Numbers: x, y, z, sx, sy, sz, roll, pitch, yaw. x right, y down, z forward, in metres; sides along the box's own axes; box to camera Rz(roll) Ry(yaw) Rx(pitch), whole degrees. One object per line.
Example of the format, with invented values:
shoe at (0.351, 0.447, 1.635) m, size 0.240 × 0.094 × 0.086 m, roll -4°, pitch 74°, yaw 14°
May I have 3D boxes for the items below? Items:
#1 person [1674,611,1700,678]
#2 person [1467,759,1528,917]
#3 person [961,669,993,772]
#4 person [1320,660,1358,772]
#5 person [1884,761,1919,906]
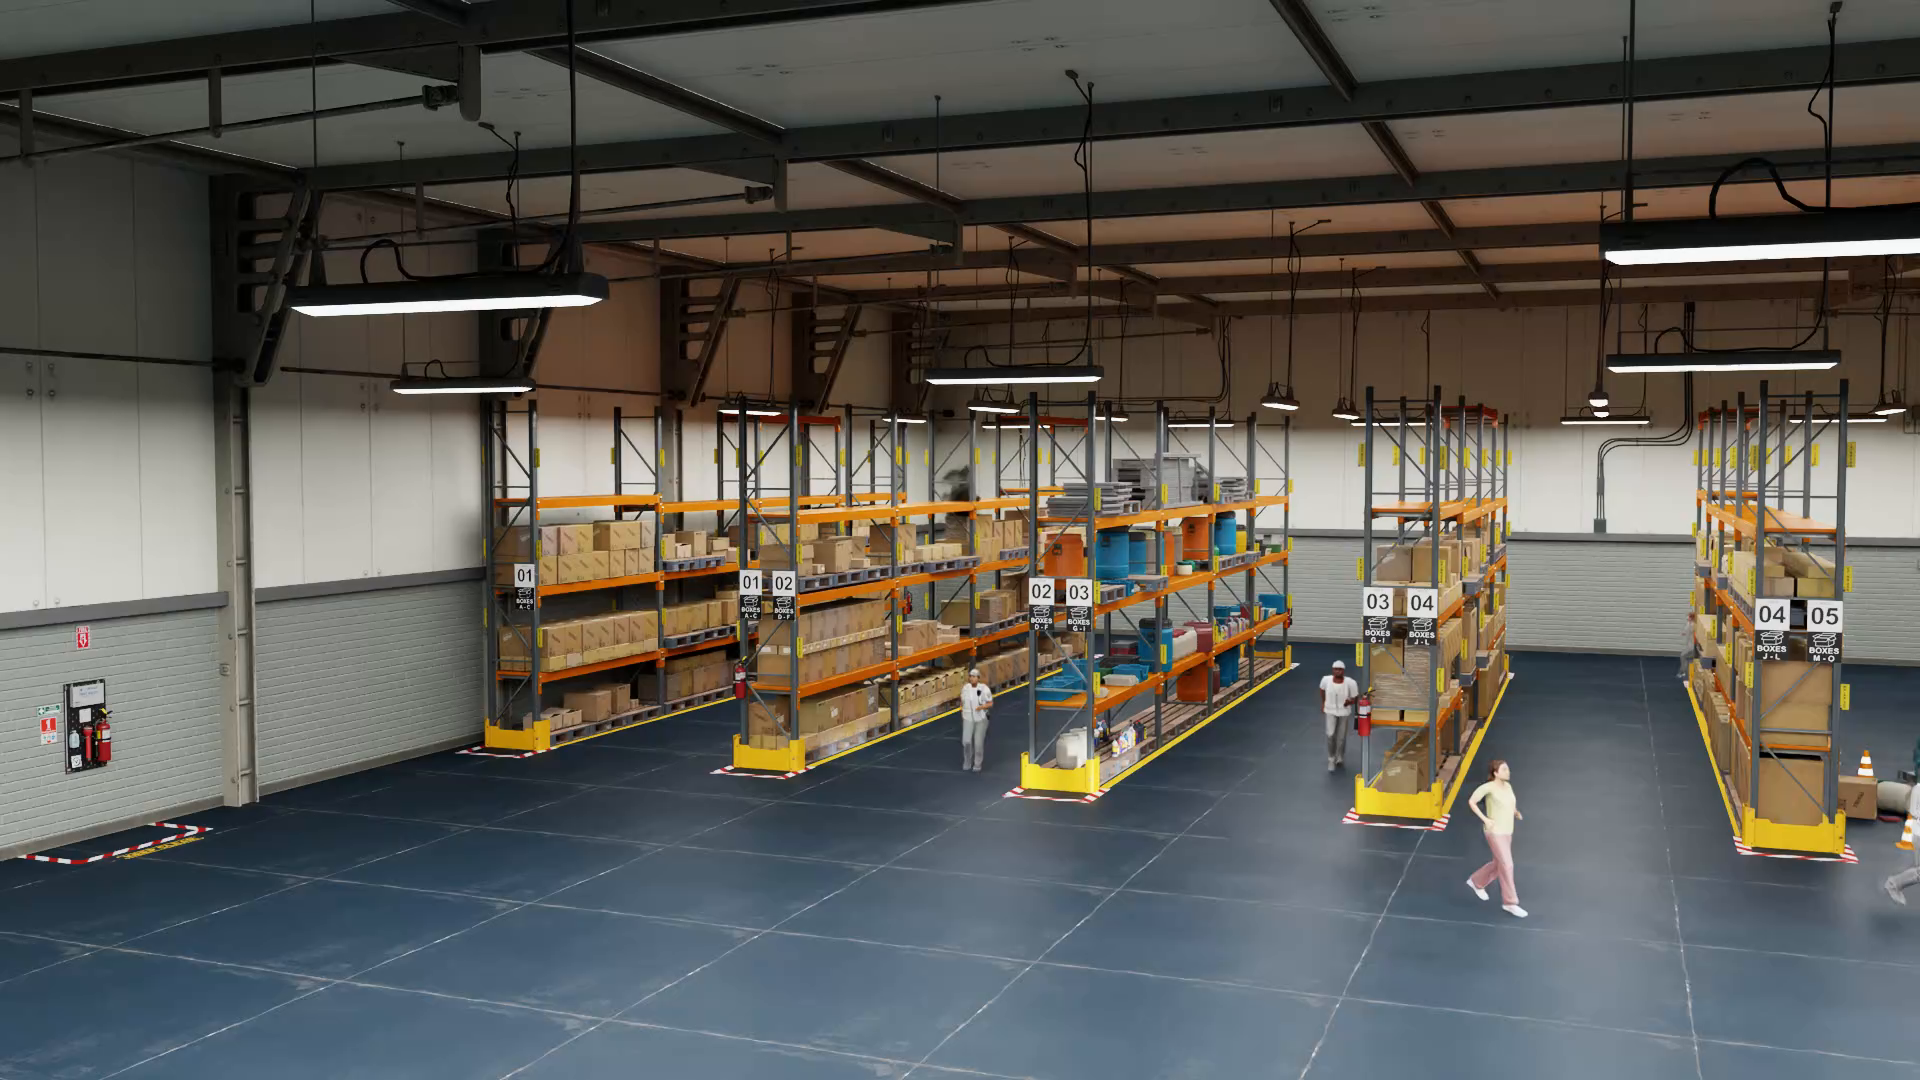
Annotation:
person at (16.610, 2.384, 37.600) m, size 0.777 × 1.575 × 0.665 m, roll 1°, pitch 3°, yaw 17°
person at (5.949, 3.262, 18.409) m, size 0.588 × 1.659 × 0.829 m, roll -2°, pitch 3°, yaw -36°
person at (0.240, 2.878, 26.460) m, size 0.581 × 1.652 × 0.631 m, roll 1°, pitch 3°, yaw 15°
person at (6.084, 2.819, 26.706) m, size 0.606 × 1.801 × 0.837 m, roll 1°, pitch 3°, yaw 12°
person at (10.512, 3.195, 17.954) m, size 0.663 × 1.744 × 0.990 m, roll -1°, pitch 3°, yaw -26°
